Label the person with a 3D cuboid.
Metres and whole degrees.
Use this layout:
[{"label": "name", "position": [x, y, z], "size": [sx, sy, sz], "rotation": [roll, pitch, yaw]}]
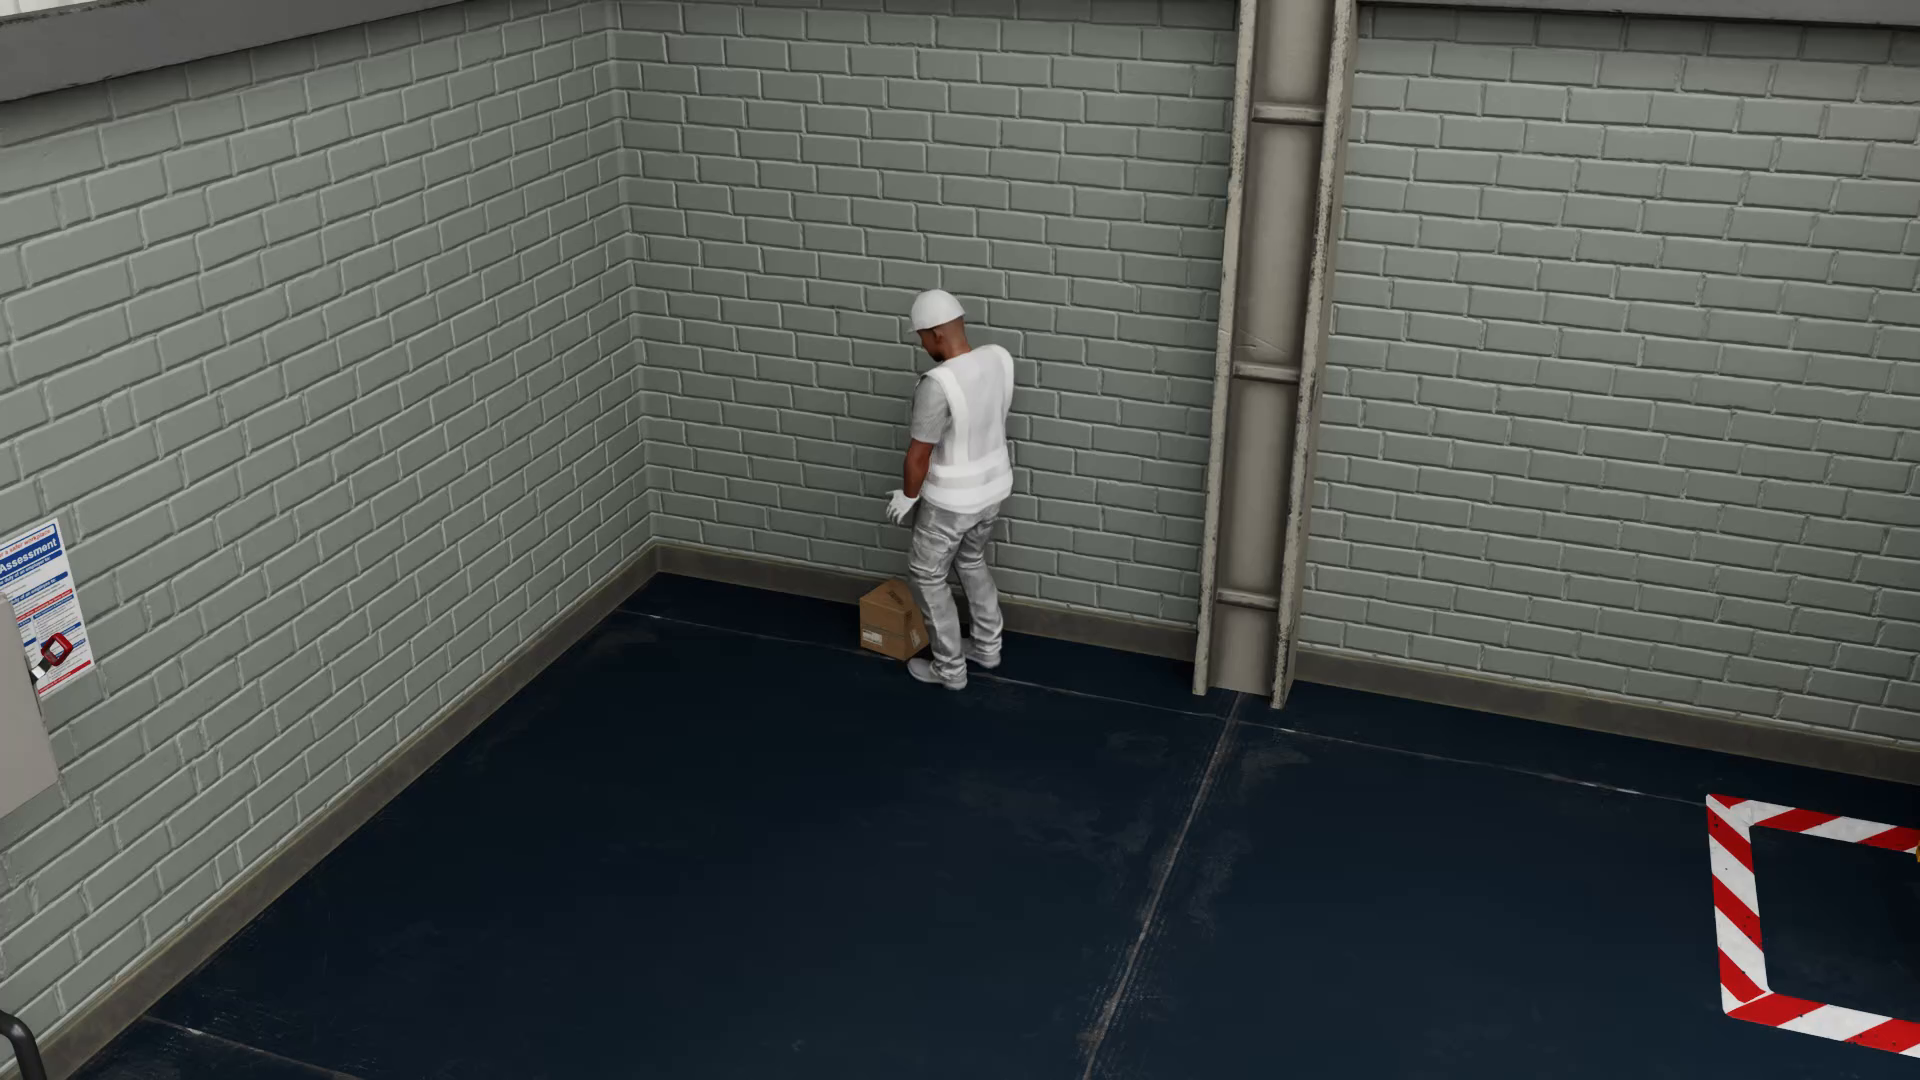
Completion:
[{"label": "person", "position": [-0.035, -0.199, 7.057], "size": [0.443, 1.741, 0.569], "rotation": [20, 32, 35]}]
